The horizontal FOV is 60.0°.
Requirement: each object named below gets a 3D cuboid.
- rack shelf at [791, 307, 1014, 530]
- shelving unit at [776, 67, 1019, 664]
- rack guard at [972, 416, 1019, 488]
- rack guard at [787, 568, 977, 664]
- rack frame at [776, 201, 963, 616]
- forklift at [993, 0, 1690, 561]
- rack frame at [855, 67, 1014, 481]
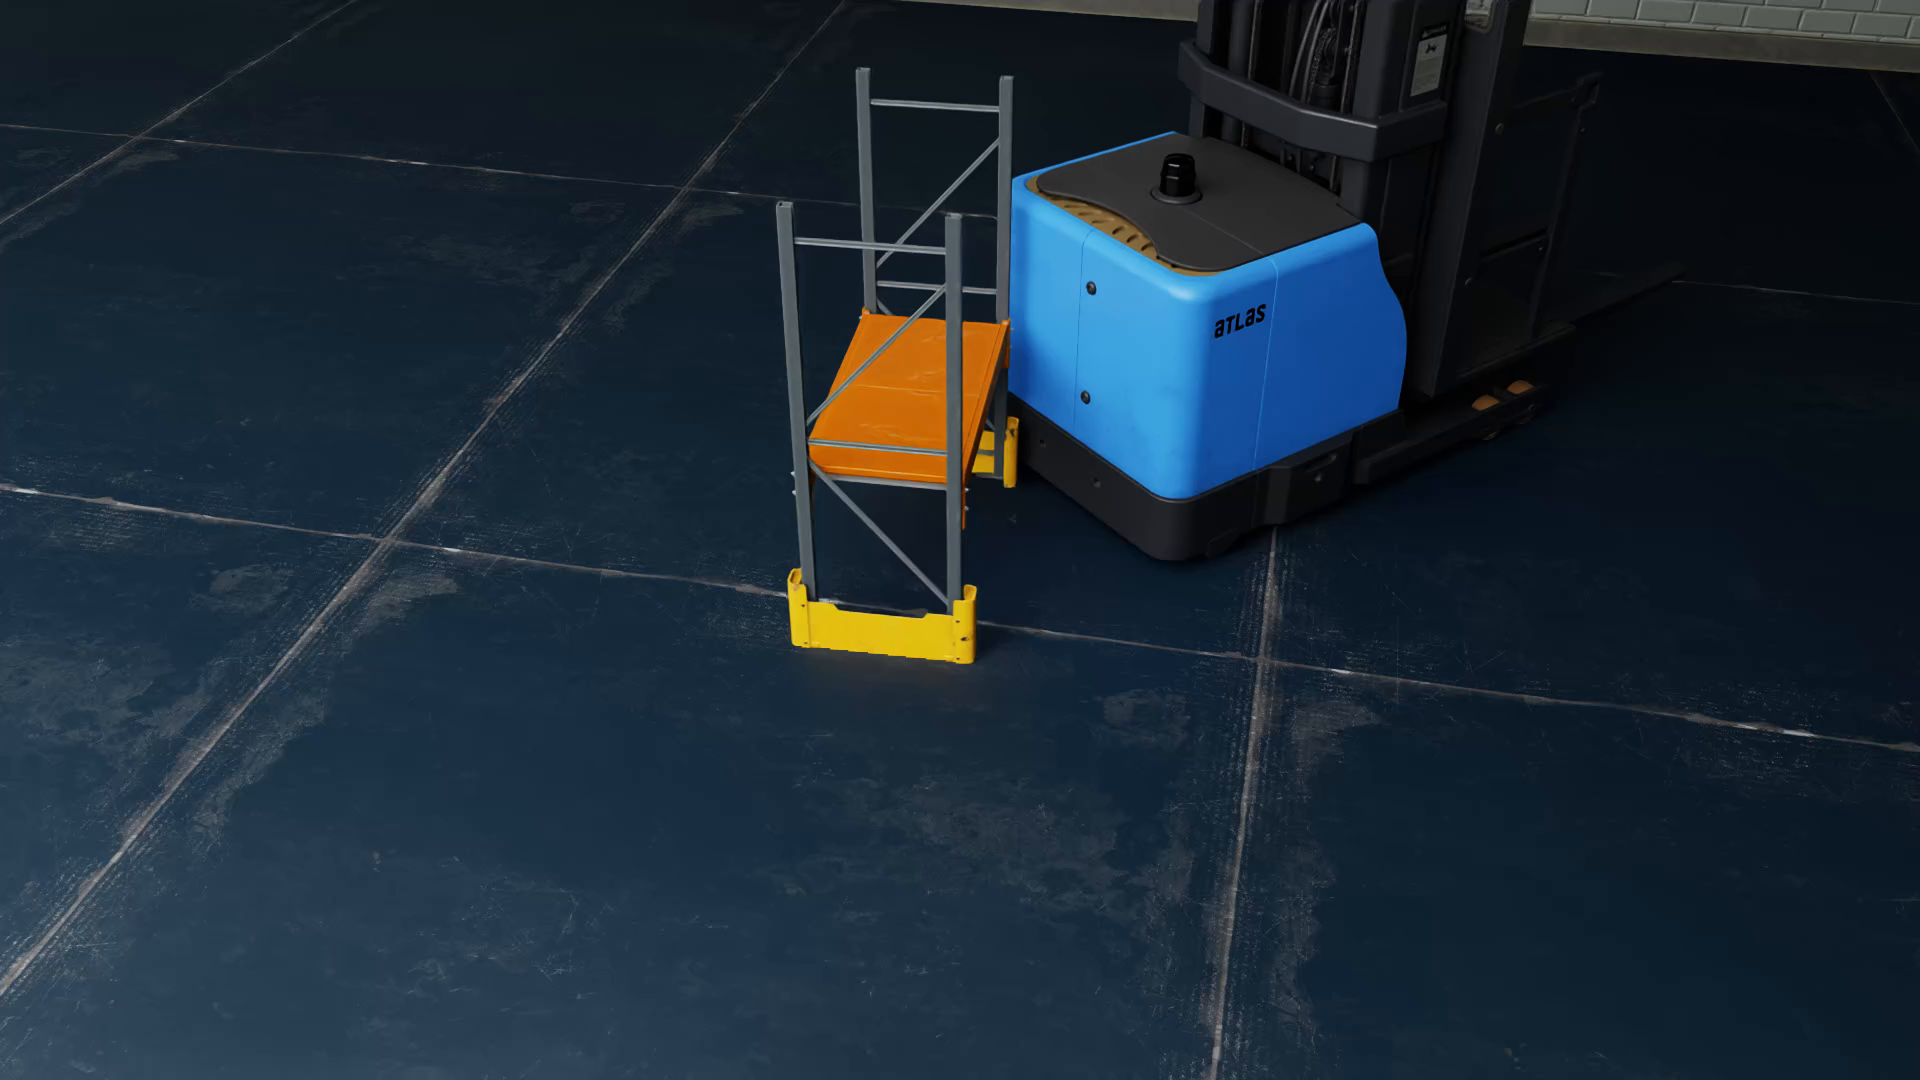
[{"bbox_3d":[-0.161,-0.415,5.352,0.538,0.185,1.000,5,36,7],"label":"rack shelf"},{"bbox_3d":[-0.162,-0.556,5.239,0.587,1.500,1.083,5,36,7],"label":"shelving unit"},{"bbox_3d":[-0.083,-0.338,6.004,0.587,0.250,0.087,5,36,7],"label":"rack guard"},{"bbox_3d":[-0.241,0.239,5.208,0.587,0.250,0.087,5,36,7],"label":"rack guard"},{"bbox_3d":[-0.241,-0.267,4.840,0.500,1.500,0.032,5,36,7],"label":"rack frame"},{"bbox_3d":[1.619,-1.795,5.729,3.031,2.935,1.130,-22,42,-28],"label":"forklift"},{"bbox_3d":[-0.080,-0.856,5.653,0.500,1.500,0.032,5,36,7],"label":"rack frame"}]
